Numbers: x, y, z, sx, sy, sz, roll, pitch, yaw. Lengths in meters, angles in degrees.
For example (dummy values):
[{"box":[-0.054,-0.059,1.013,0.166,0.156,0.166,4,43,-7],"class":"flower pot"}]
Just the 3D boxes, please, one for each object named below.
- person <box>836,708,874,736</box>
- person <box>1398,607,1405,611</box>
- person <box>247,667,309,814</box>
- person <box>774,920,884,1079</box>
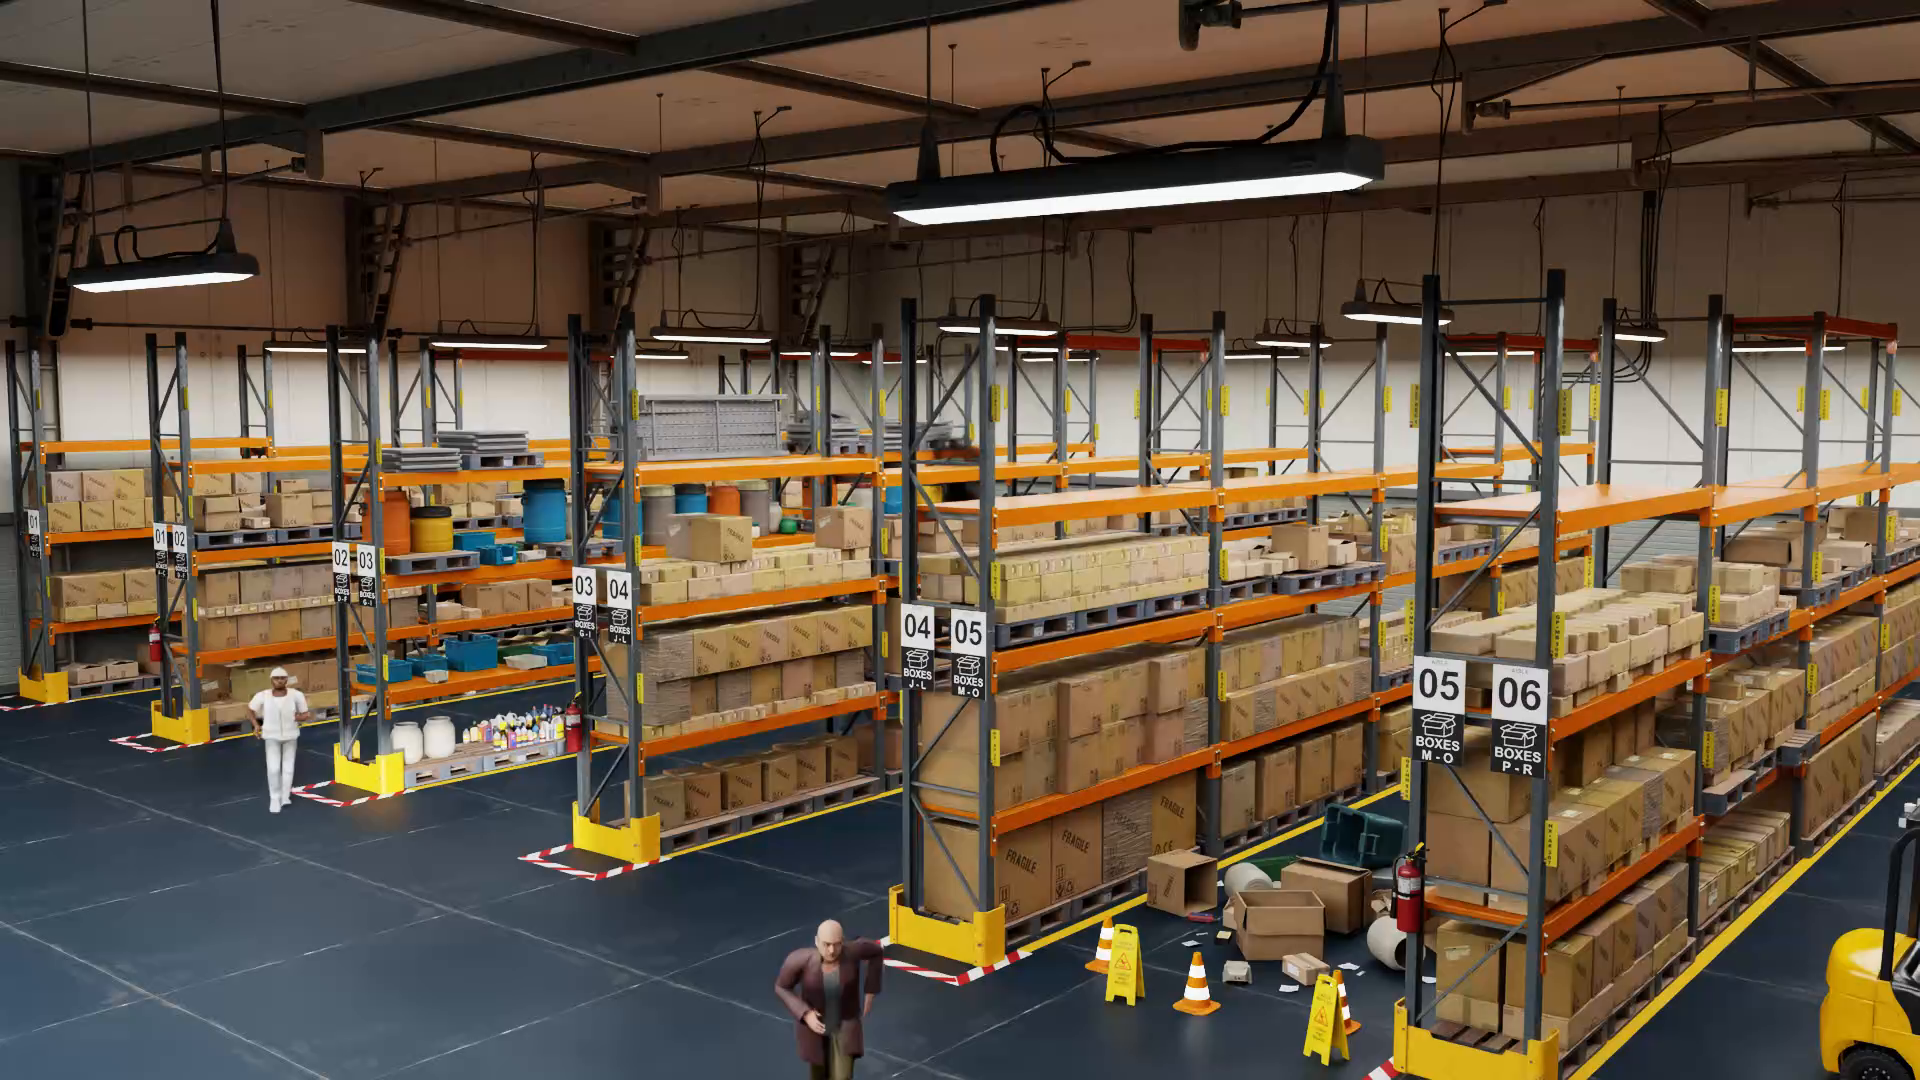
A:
[{"box":[-1.507,2.064,24.061,0.686,1.778,0.946,4,6,36],"class":"person"},{"box":[7.270,1.918,27.147,0.615,1.669,0.828,5,7,44],"class":"person"},{"box":[-8.340,2.460,20.409,0.677,1.796,0.684,-3,6,-29],"class":"person"},{"box":[-0.901,3.388,11.338,0.754,1.618,1.082,-1,5,-11],"class":"person"}]
